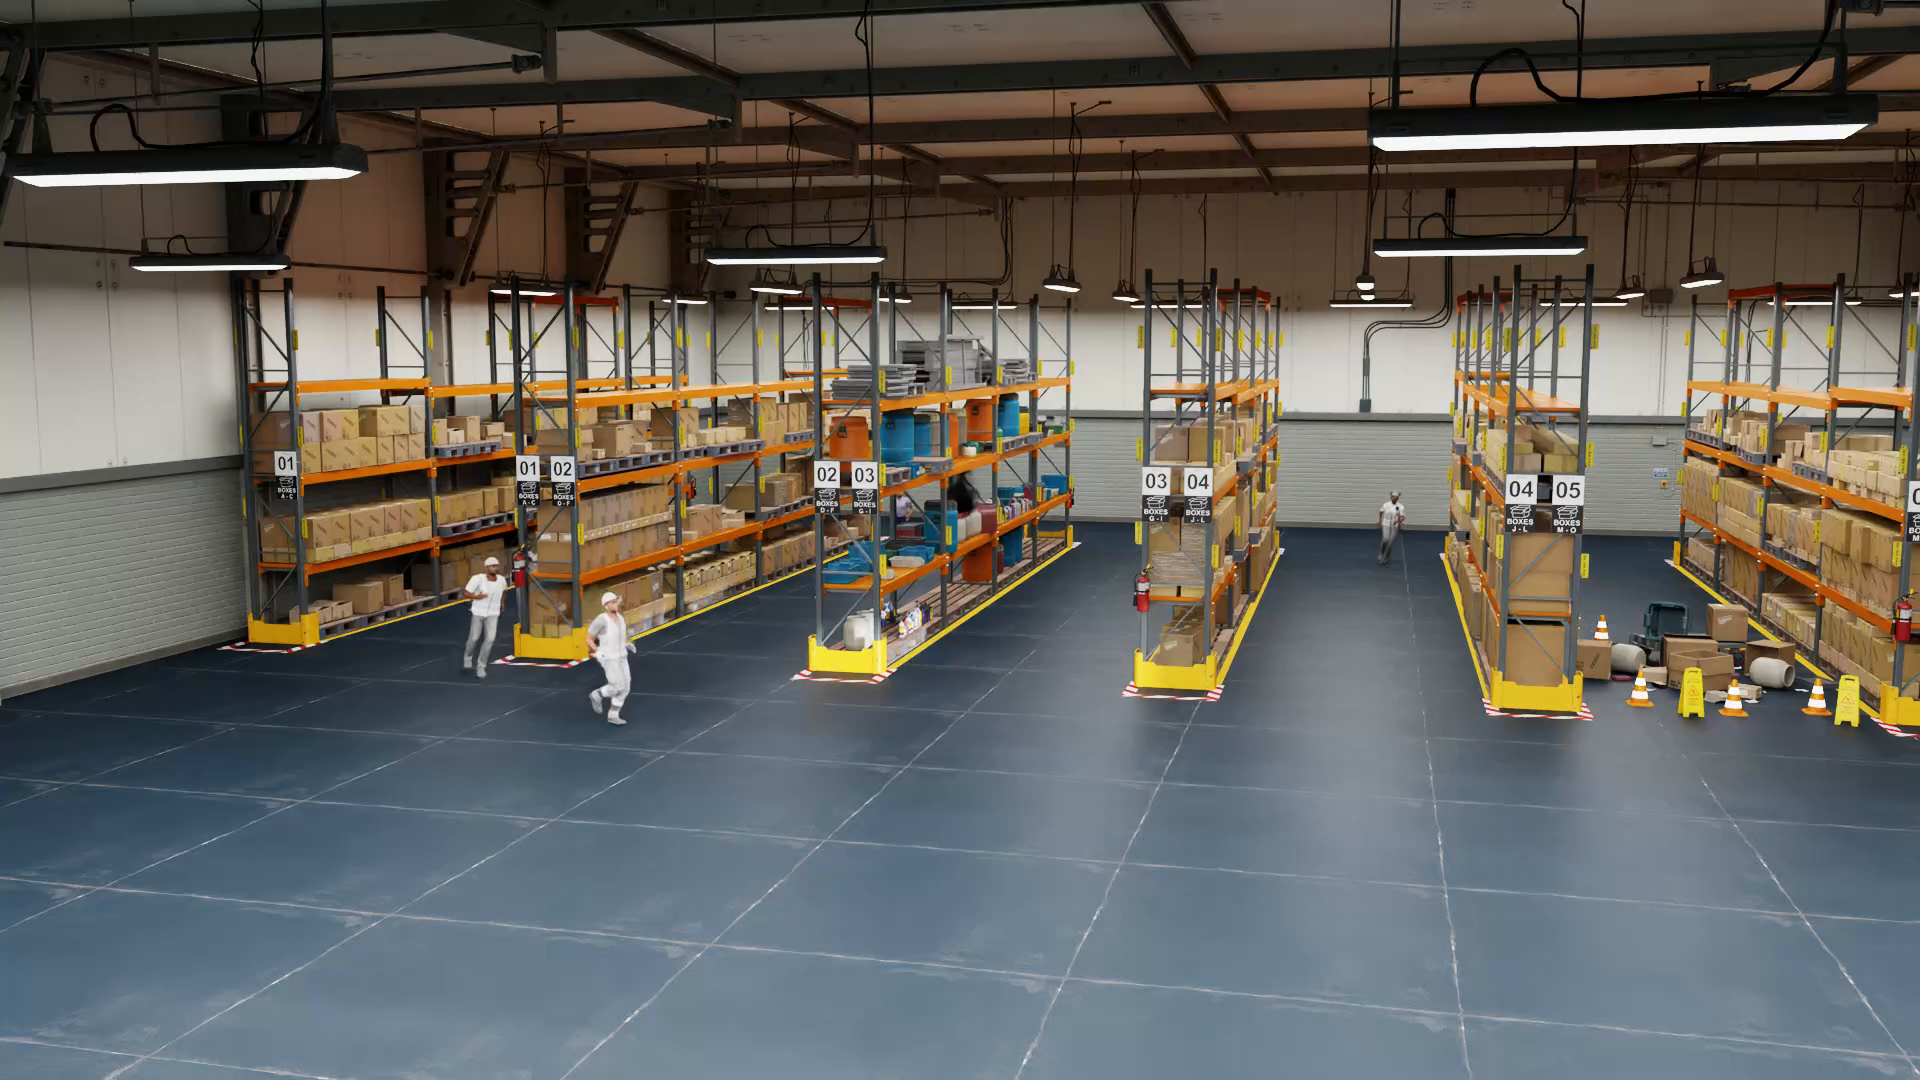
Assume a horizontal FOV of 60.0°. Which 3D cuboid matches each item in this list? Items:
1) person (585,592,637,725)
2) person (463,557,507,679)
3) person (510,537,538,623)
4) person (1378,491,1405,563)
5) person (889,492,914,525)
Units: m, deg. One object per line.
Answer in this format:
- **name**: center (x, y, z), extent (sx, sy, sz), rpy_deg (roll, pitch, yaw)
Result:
- **person**: center (-4.547, 1.544, 21.734), extent (0.600, 1.737, 0.658), rpy_deg (4, 8, 31)
- **person**: center (-7.122, 1.137, 25.080), extent (0.703, 1.776, 0.824), rpy_deg (-4, 8, -28)
- **person**: center (-7.392, 0.766, 28.372), extent (0.637, 1.687, 0.784), rpy_deg (1, 7, 8)
- **person**: center (9.670, -0.286, 37.266), extent (0.578, 1.650, 0.578), rpy_deg (2, 7, 15)
- **person**: center (-1.393, -0.428, 38.606), extent (0.579, 1.604, 0.575), rpy_deg (1, 7, 11)
